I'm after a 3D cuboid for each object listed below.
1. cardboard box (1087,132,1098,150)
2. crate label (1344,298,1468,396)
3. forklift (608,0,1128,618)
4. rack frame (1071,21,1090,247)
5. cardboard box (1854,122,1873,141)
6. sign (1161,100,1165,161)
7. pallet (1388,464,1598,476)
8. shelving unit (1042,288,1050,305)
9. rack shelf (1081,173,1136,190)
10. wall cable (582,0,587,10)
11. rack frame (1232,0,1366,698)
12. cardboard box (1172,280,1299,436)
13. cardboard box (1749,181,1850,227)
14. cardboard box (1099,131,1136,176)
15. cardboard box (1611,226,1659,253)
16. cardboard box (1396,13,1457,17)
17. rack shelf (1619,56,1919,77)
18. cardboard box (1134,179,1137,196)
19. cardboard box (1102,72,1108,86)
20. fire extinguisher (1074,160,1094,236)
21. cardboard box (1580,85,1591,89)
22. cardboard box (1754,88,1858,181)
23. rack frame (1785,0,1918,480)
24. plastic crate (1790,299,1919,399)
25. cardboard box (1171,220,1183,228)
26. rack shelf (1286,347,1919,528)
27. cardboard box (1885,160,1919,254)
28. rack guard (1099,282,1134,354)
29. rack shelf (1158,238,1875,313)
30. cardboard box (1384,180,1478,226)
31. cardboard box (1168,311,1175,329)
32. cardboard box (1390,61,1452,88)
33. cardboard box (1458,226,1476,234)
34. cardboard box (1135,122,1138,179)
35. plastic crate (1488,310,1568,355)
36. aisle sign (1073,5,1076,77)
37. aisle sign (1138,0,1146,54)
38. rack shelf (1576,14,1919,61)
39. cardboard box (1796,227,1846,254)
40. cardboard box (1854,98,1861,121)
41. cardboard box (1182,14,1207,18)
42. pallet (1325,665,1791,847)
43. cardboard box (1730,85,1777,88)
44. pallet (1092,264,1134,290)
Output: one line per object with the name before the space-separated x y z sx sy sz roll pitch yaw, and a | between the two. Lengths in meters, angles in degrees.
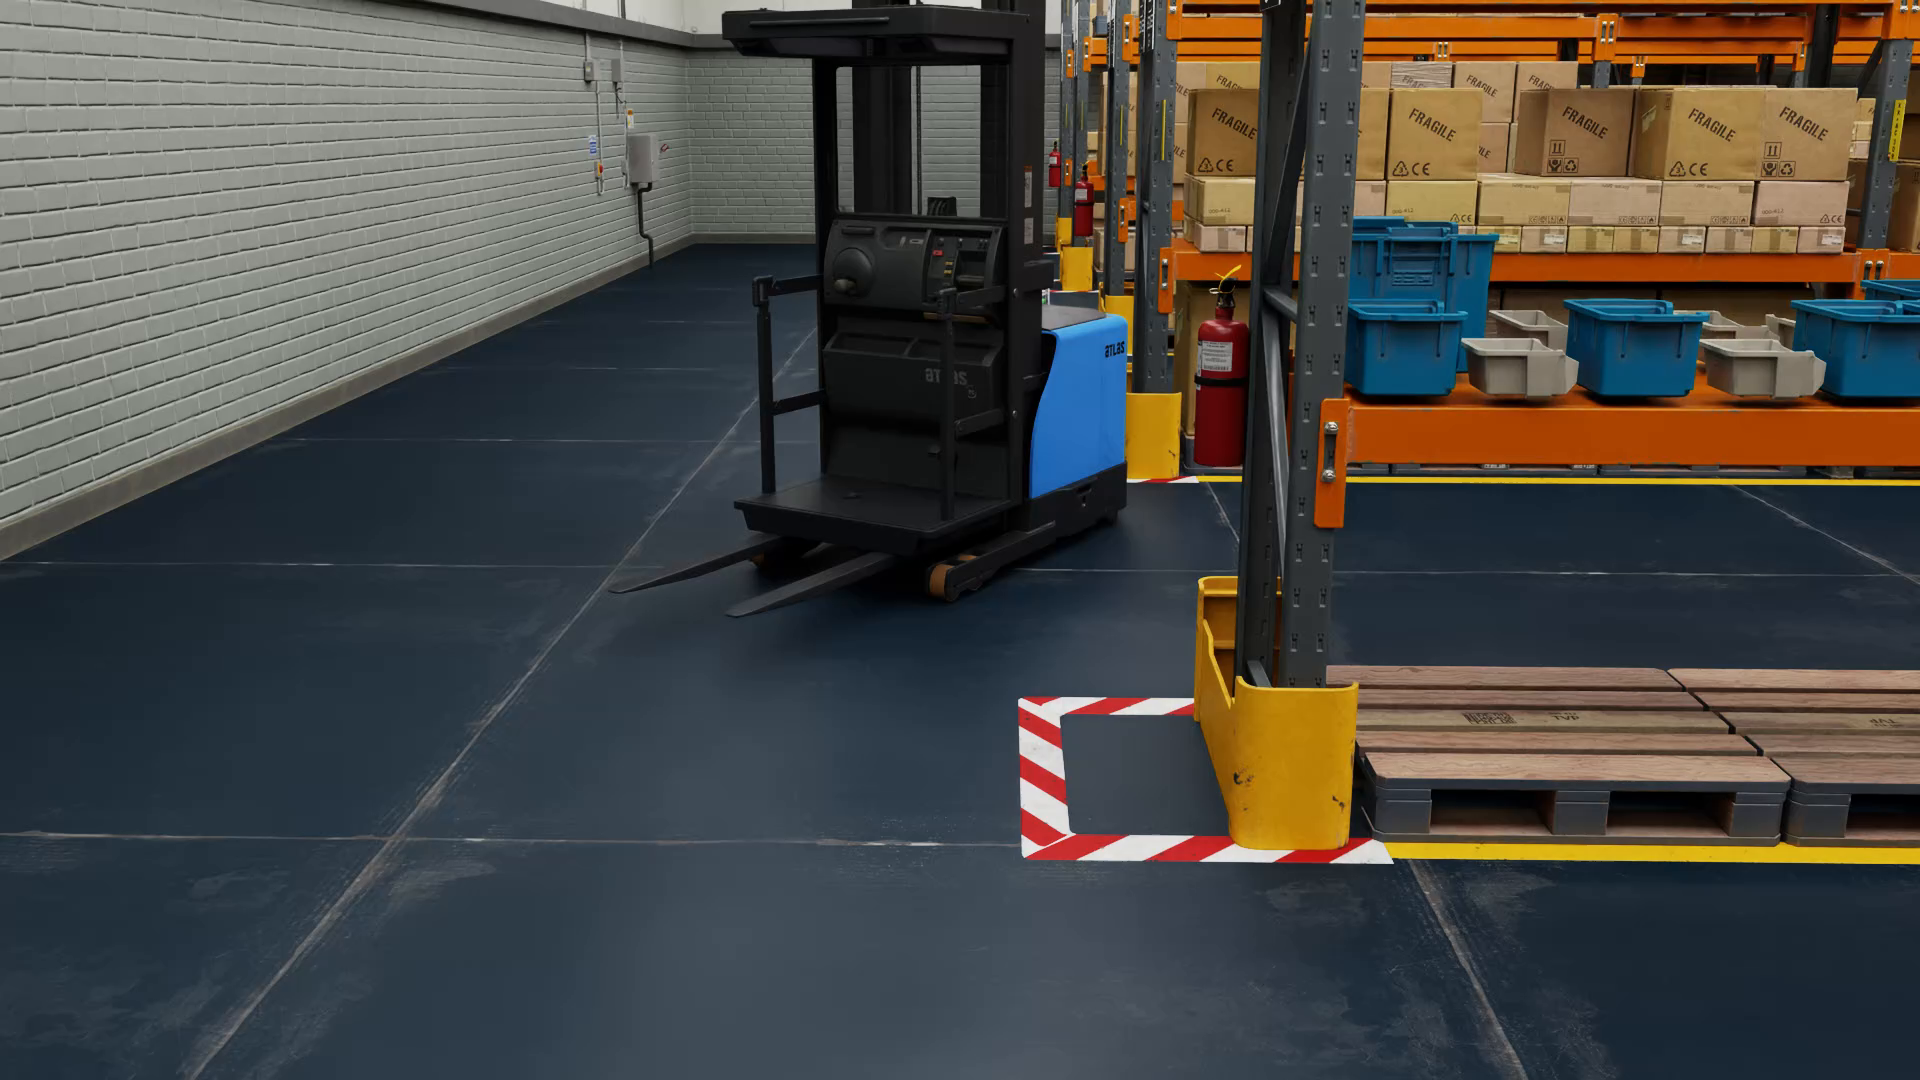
cardboard box | 1.969 -5.747 23.954 0.500 0.250 0.500 0 15 2
crate label | 1.258 -0.554 4.769 0.303 0.233 0.416 0 15 1
forklift | -0.334 -1.281 7.451 1.130 2.935 3.031 9 17 31
rack frame | 1.399 -4.482 19.446 0.127 3.000 1.000 0 15 1
cardboard box | 7.577 -3.431 13.967 0.250 0.149 0.380 1 15 4
sign | 1.126 -2.270 9.210 0.005 0.325 0.100 0 15 1
pallet | 3.164 -0.612 10.246 1.213 0.211 1.003 0 15 1
shelving unit | 0.210 -0.851 9.215 0.503 1.200 0.258 7 16 25
rack shelf | 3.398 -4.121 19.489 4.000 0.370 1.077 0 15 1
wall cable | -4.295 -7.347 18.549 0.029 3.000 0.463 0 15 1
rack frame | 1.019 -0.691 5.080 0.127 3.000 1.000 0 15 1
cardboard box | 1.788 -1.146 10.146 0.875 0.875 0.875 0 15 1
cardboard box | 4.697 -1.935 9.507 0.500 0.250 0.500 0 15 0
cardboard box | 1.872 -4.454 19.144 0.500 0.500 0.500 0 15 1
cardboard box | 3.803 -1.732 9.516 0.250 0.149 0.380 1 15 2
cardboard box | 3.868 -4.514 13.983 0.500 0.250 0.500 0 15 1
rack shelf | 11.519 -6.785 23.706 4.000 0.370 1.077 0 15 1
cardboard box | 1.707 -3.167 14.956 0.250 0.149 0.380 0 15 1
cardboard box | 1.747 -5.254 18.947 0.250 0.149 0.380 1 15 3
fire extinguisher | 1.134 -3.120 15.169 0.183 0.674 0.296 0 15 1
cardboard box | 6.841 -4.911 18.918 0.500 0.500 0.500 0 15 0
cardboard box | 4.678 -2.297 9.407 0.500 0.500 0.500 1 15 3
rack frame | 5.145 -1.928 9.768 0.127 3.000 1.000 0 15 1
plastic crate | 2.574 -0.545 4.737 0.300 0.233 0.416 0 15 1
cardboard box | 2.985 -4.698 24.344 0.500 0.500 0.700 1 15 4
rack shelf | 3.019 -0.330 5.122 4.000 0.370 1.077 0 15 1
cardboard box | 5.598 -1.910 9.503 0.500 0.500 0.500 0 15 2
rack guard | 1.450 -2.009 14.976 0.348 0.500 1.175 0 15 1
rack shelf | 3.145 -1.593 9.910 4.000 0.370 1.077 0 15 1
cardboard box | 2.641 -1.948 9.553 0.500 0.250 0.500 0 15 0
cardboard box | 1.889 -1.958 14.647 0.250 0.149 0.380 1 15 3
cardboard box | 3.867 -3.811 14.166 0.500 0.500 0.500 1 15 3
cardboard box | 2.778 -1.739 9.542 0.250 0.149 0.380 0 15 1
cardboard box | 1.829 -3.473 14.846 0.500 0.500 0.500 1 15 3
plastic crate | 1.839 -0.634 5.261 0.243 0.136 0.396 0 15 1
aisle sign | 1.335 -5.818 19.416 0.004 0.787 0.394 0 15 1
aisle sign | 1.082 -3.288 9.827 0.004 0.787 0.394 0 15 1
rack shelf | 7.372 -4.282 14.220 4.000 0.370 1.077 0 15 1
cardboard box | 4.831 -1.725 9.491 0.250 0.149 0.380 0 15 2
cardboard box | 9.840 -4.763 18.910 0.500 0.500 0.500 0 15 0
cardboard box | 1.816 -4.528 14.037 0.500 0.250 0.500 1 15 3
pallet | 1.843 0.672 5.378 1.213 0.211 1.003 0 15 1
cardboard box | 8.873 -4.898 18.868 0.500 0.500 0.500 0 15 0
pallet | 2.200 -3.148 19.858 1.213 0.211 1.003 0 15 1
